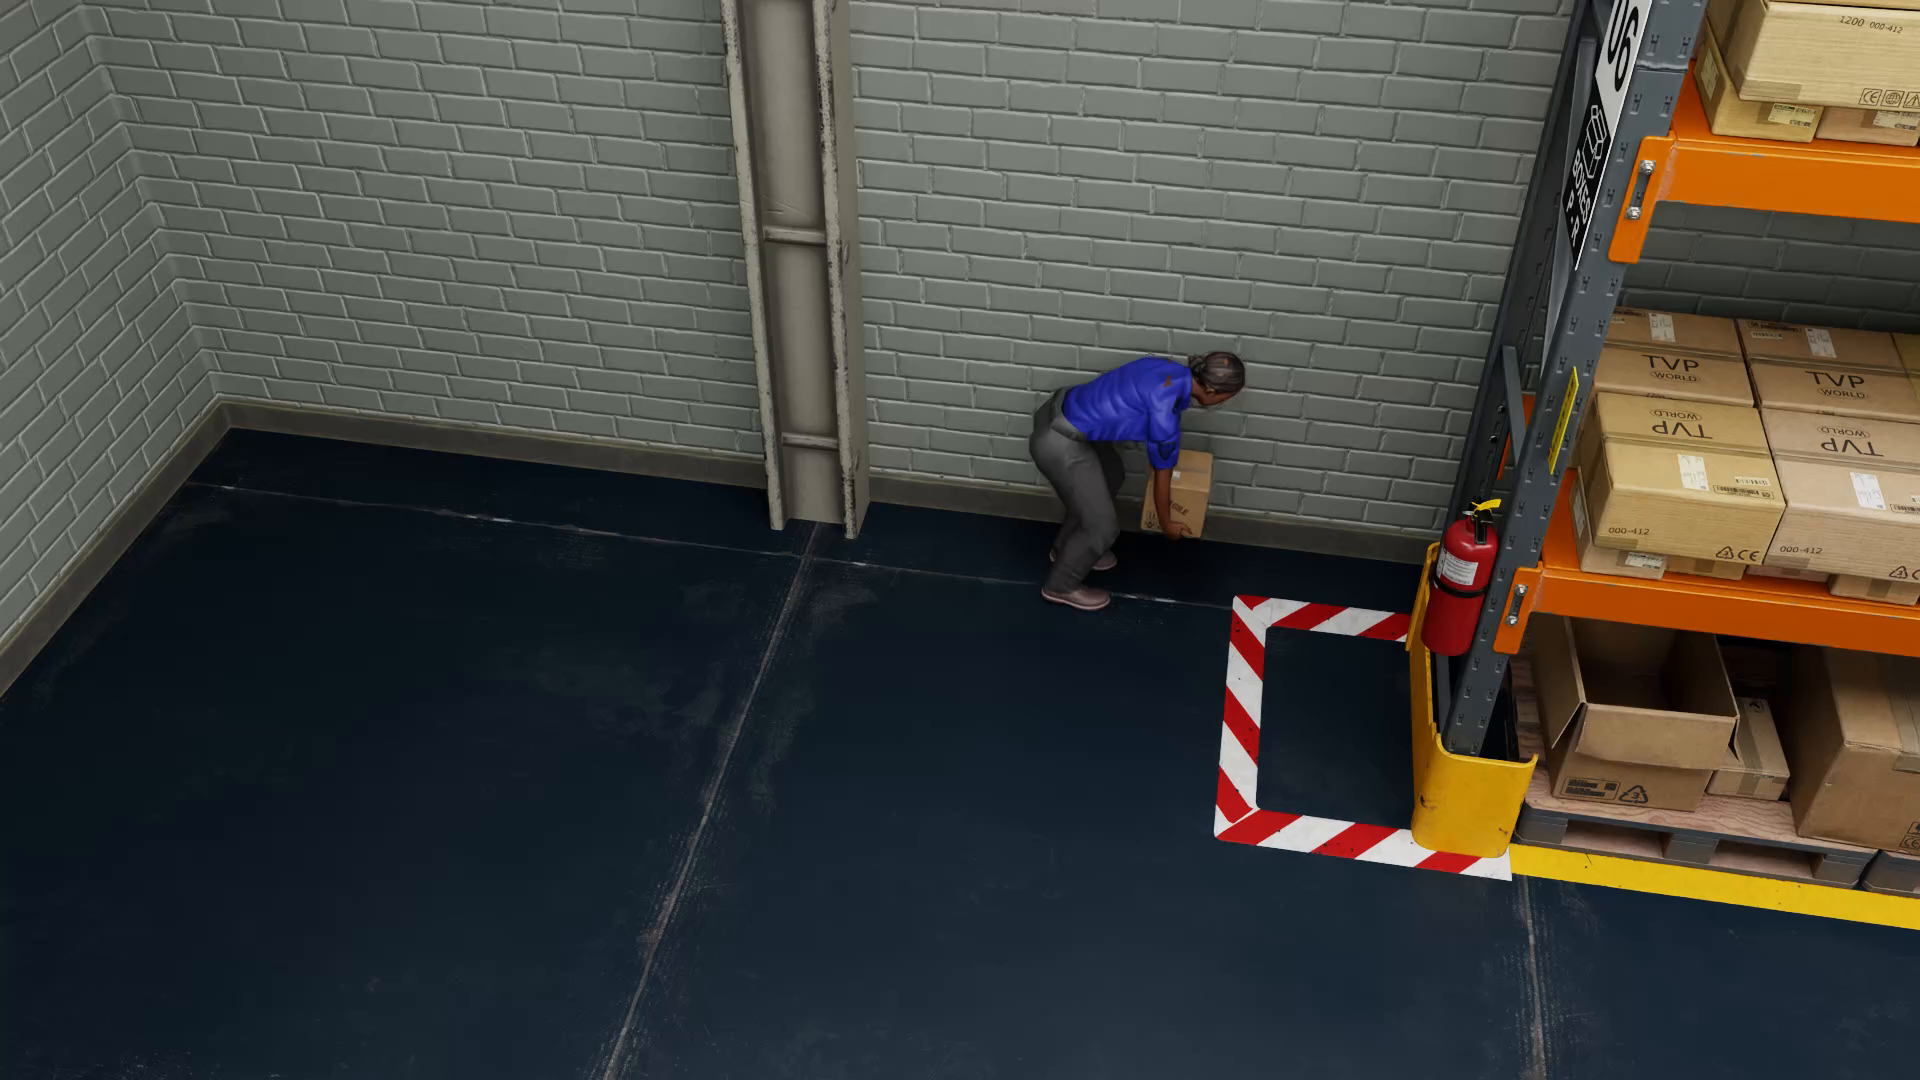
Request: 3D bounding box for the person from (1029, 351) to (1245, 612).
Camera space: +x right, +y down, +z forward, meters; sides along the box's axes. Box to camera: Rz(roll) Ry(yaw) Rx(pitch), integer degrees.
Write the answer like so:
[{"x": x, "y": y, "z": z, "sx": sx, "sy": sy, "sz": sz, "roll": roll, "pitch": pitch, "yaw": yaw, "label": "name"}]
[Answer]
[{"x": 0.696, "y": -0.265, "z": 6.806, "sx": 0.823, "sy": 1.223, "sz": 0.431, "roll": 5, "pitch": 41, "yaw": 6, "label": "person"}]
